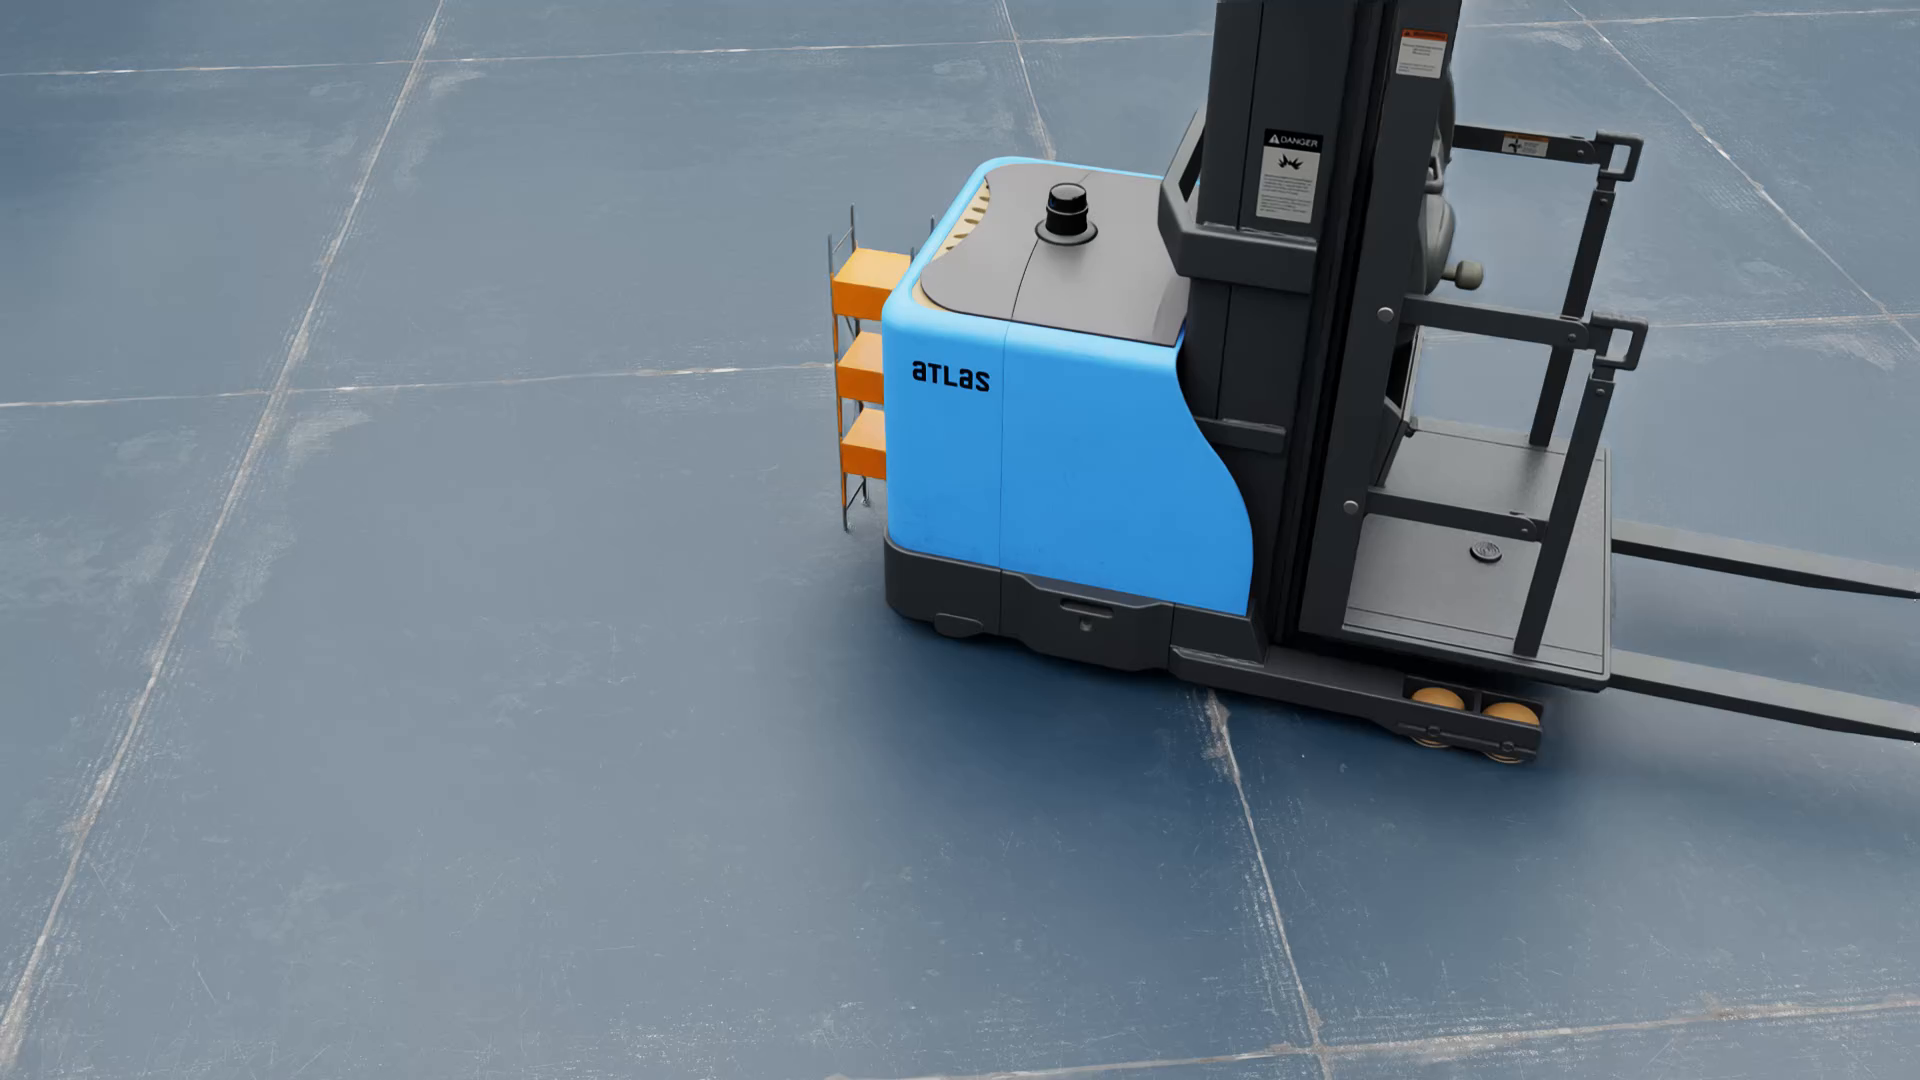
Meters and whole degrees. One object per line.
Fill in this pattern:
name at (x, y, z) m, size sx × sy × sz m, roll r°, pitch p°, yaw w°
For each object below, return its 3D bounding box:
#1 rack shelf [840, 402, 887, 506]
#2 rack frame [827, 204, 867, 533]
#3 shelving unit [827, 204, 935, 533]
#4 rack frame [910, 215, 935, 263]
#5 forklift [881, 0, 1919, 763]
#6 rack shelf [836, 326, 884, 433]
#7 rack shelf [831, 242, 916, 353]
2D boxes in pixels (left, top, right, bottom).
rack shelf at (-0.220, -0.246, 5.180) m, size 0.240 × 0.259 × 0.215 m, roll 11°, pitch 40°, yaw 14°
rack frame at (-0.337, -0.495, 5.030) m, size 0.008 × 1.050 × 0.200 m, roll 11°, pitch 40°, yaw 14°
shelving unit at (-0.220, -0.473, 5.002) m, size 0.252 × 1.050 × 0.215 m, roll 11°, pitch 40°, yaw 14°
rack frame at (-0.104, -0.450, 4.973) m, size 0.008 × 1.050 × 0.200 m, roll 11°, pitch 40°, yaw 14°
forklift at (1.355, -0.919, 4.048) m, size 3.031 × 2.935 × 1.130 m, roll 11°, pitch 40°, yaw 13°
rack shelf at (-0.220, -0.465, 5.008) m, size 0.240 × 0.259 × 0.215 m, roll 11°, pitch 40°, yaw 14°
rack shelf at (-0.220, -0.687, 4.832) m, size 0.240 × 0.259 × 0.215 m, roll 11°, pitch 40°, yaw 14°
